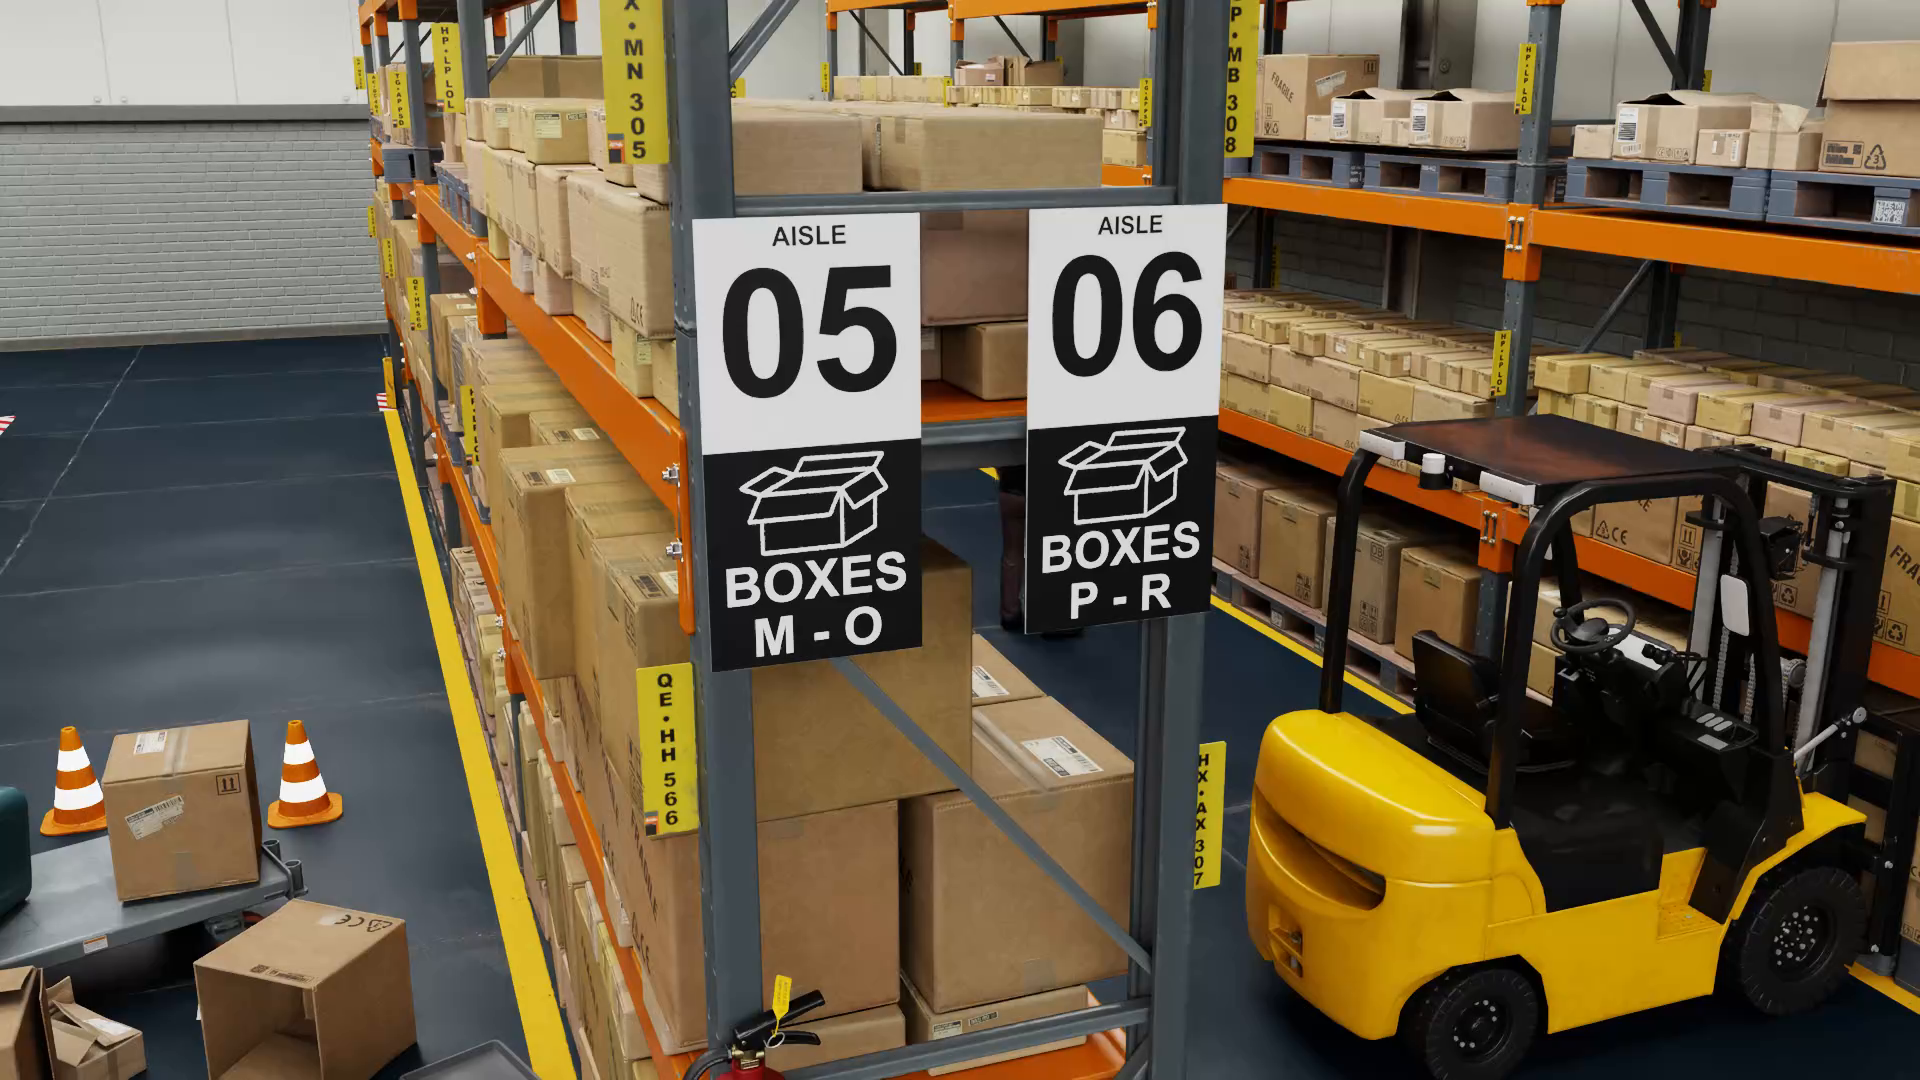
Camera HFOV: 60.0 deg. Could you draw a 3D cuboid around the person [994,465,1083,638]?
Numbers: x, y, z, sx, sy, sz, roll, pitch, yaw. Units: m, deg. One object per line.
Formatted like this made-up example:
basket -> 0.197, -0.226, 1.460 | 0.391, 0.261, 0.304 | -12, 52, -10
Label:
person -> 0.478, -0.263, 10.441 | 0.592, 1.733, 0.401 | 8, 17, 27
